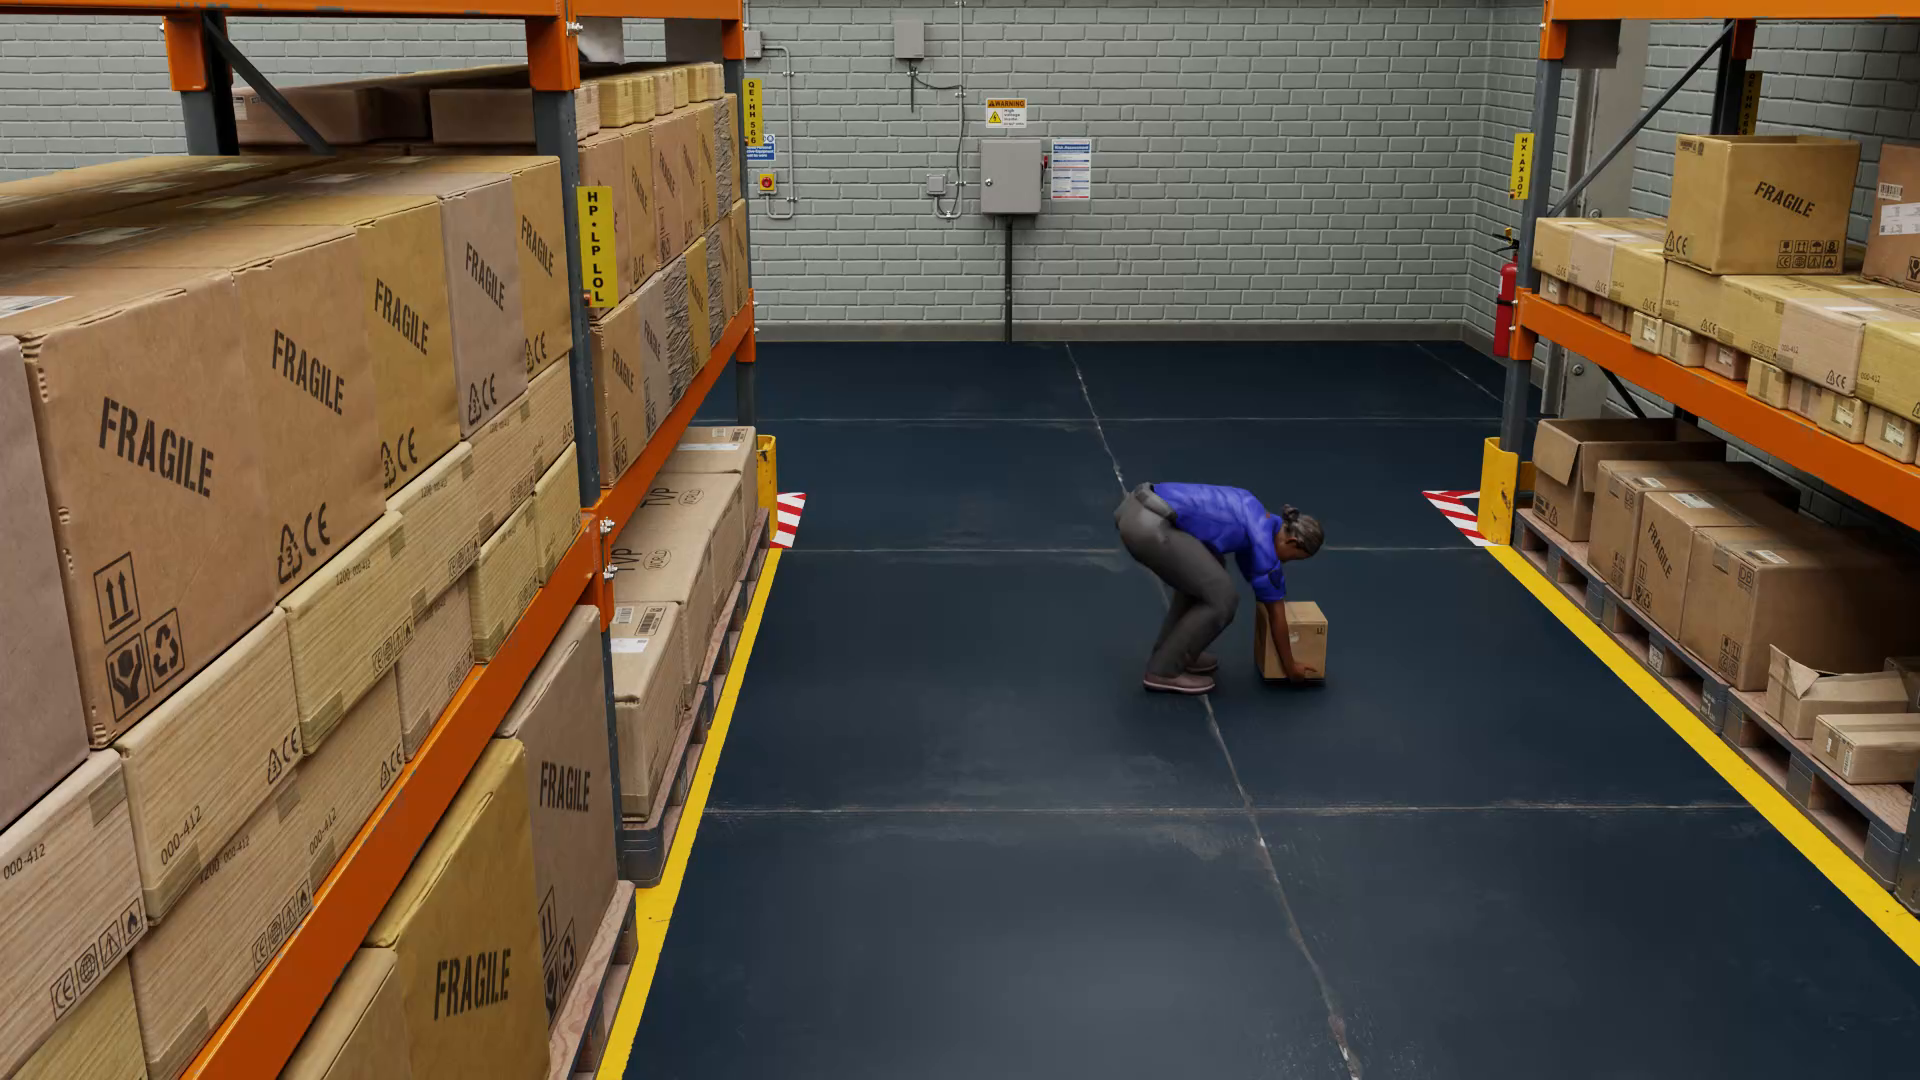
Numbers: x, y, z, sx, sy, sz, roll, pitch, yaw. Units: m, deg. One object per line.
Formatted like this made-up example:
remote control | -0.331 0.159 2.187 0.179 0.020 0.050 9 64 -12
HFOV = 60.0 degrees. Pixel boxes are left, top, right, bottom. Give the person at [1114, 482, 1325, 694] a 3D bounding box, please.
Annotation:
person | 1.062 0.176 6.853 0.866 0.851 0.453 -1 17 -3
